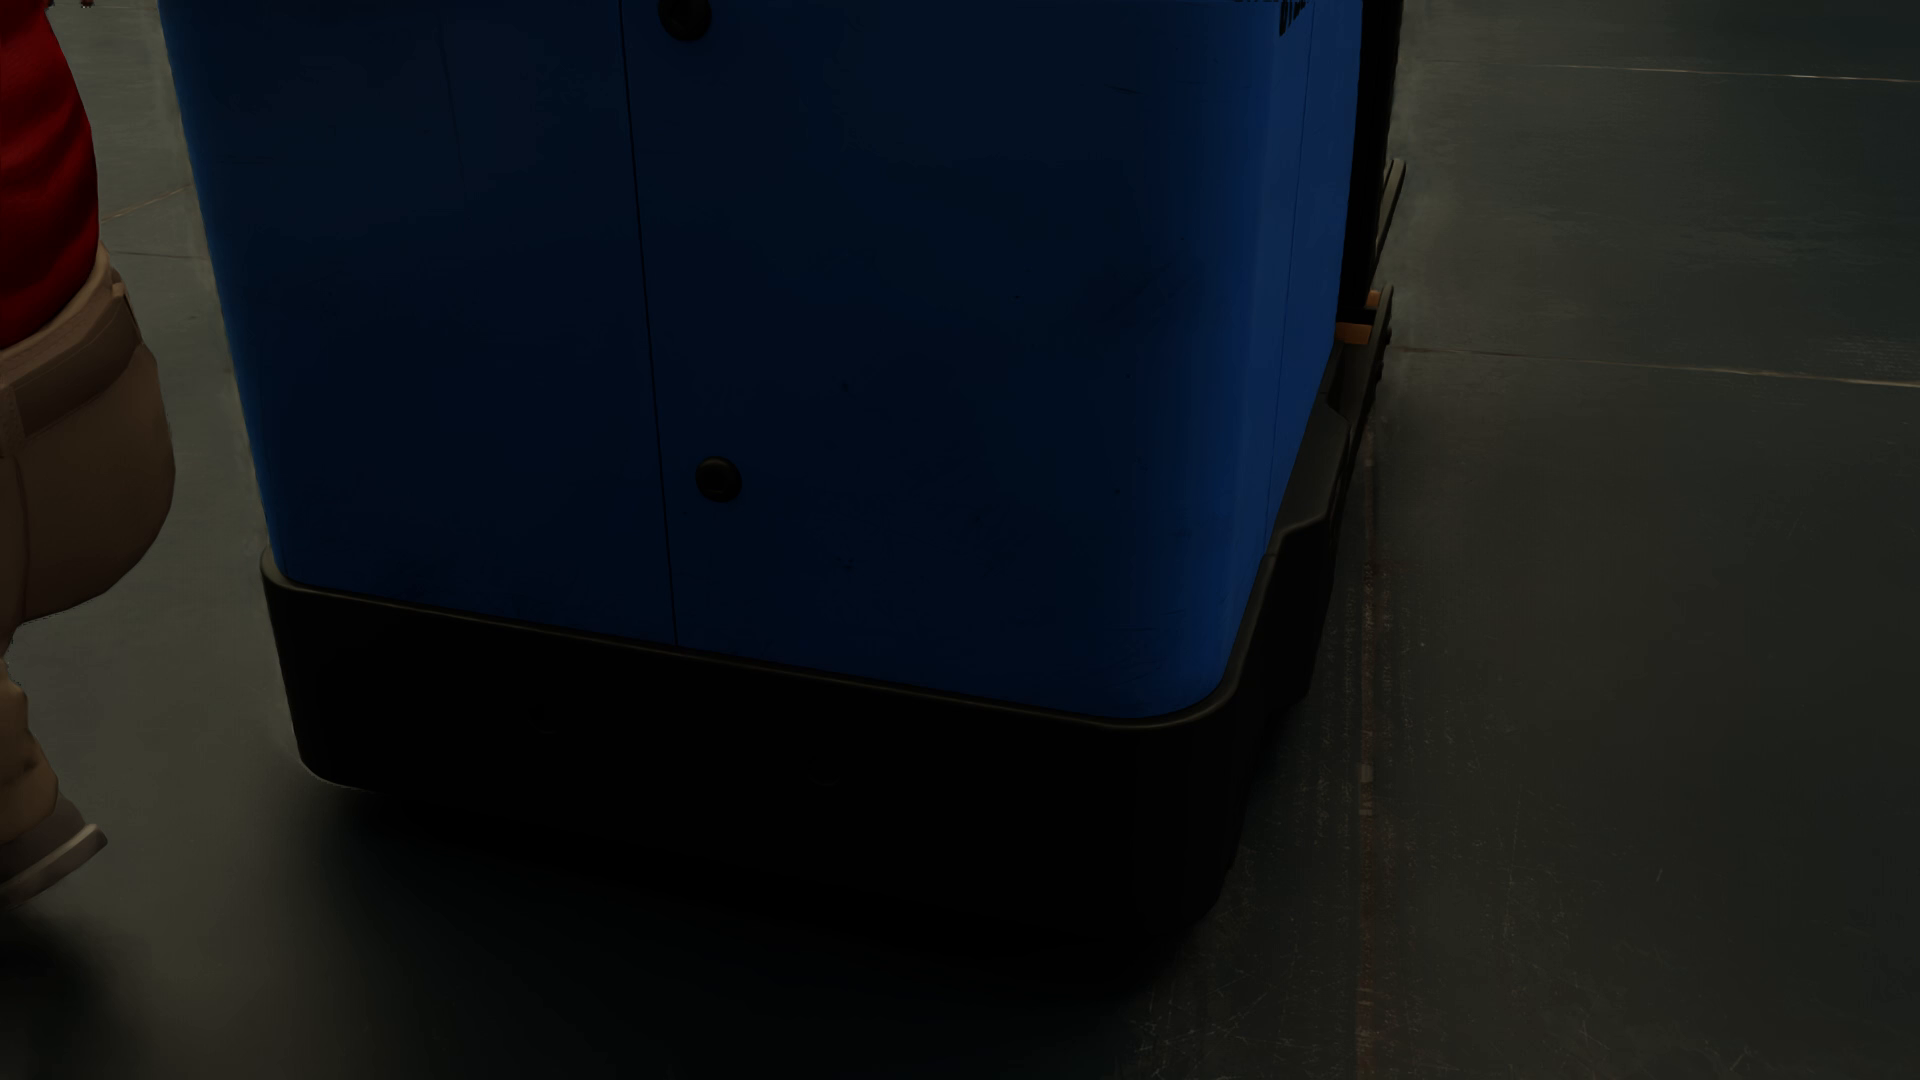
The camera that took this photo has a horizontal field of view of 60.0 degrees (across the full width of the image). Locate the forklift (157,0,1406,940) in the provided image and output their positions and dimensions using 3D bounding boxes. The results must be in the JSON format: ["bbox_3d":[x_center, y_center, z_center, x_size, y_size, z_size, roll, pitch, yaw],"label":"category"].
[{"bbox_3d":[0.177,-1.572,2.362,1.130,2.935,3.031,8,28,15],"label":"forklift"}]

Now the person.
[{"bbox_3d":[-0.961,-0.139,1.166,0.808,1.489,1.011,9,28,16],"label":"person"}]
